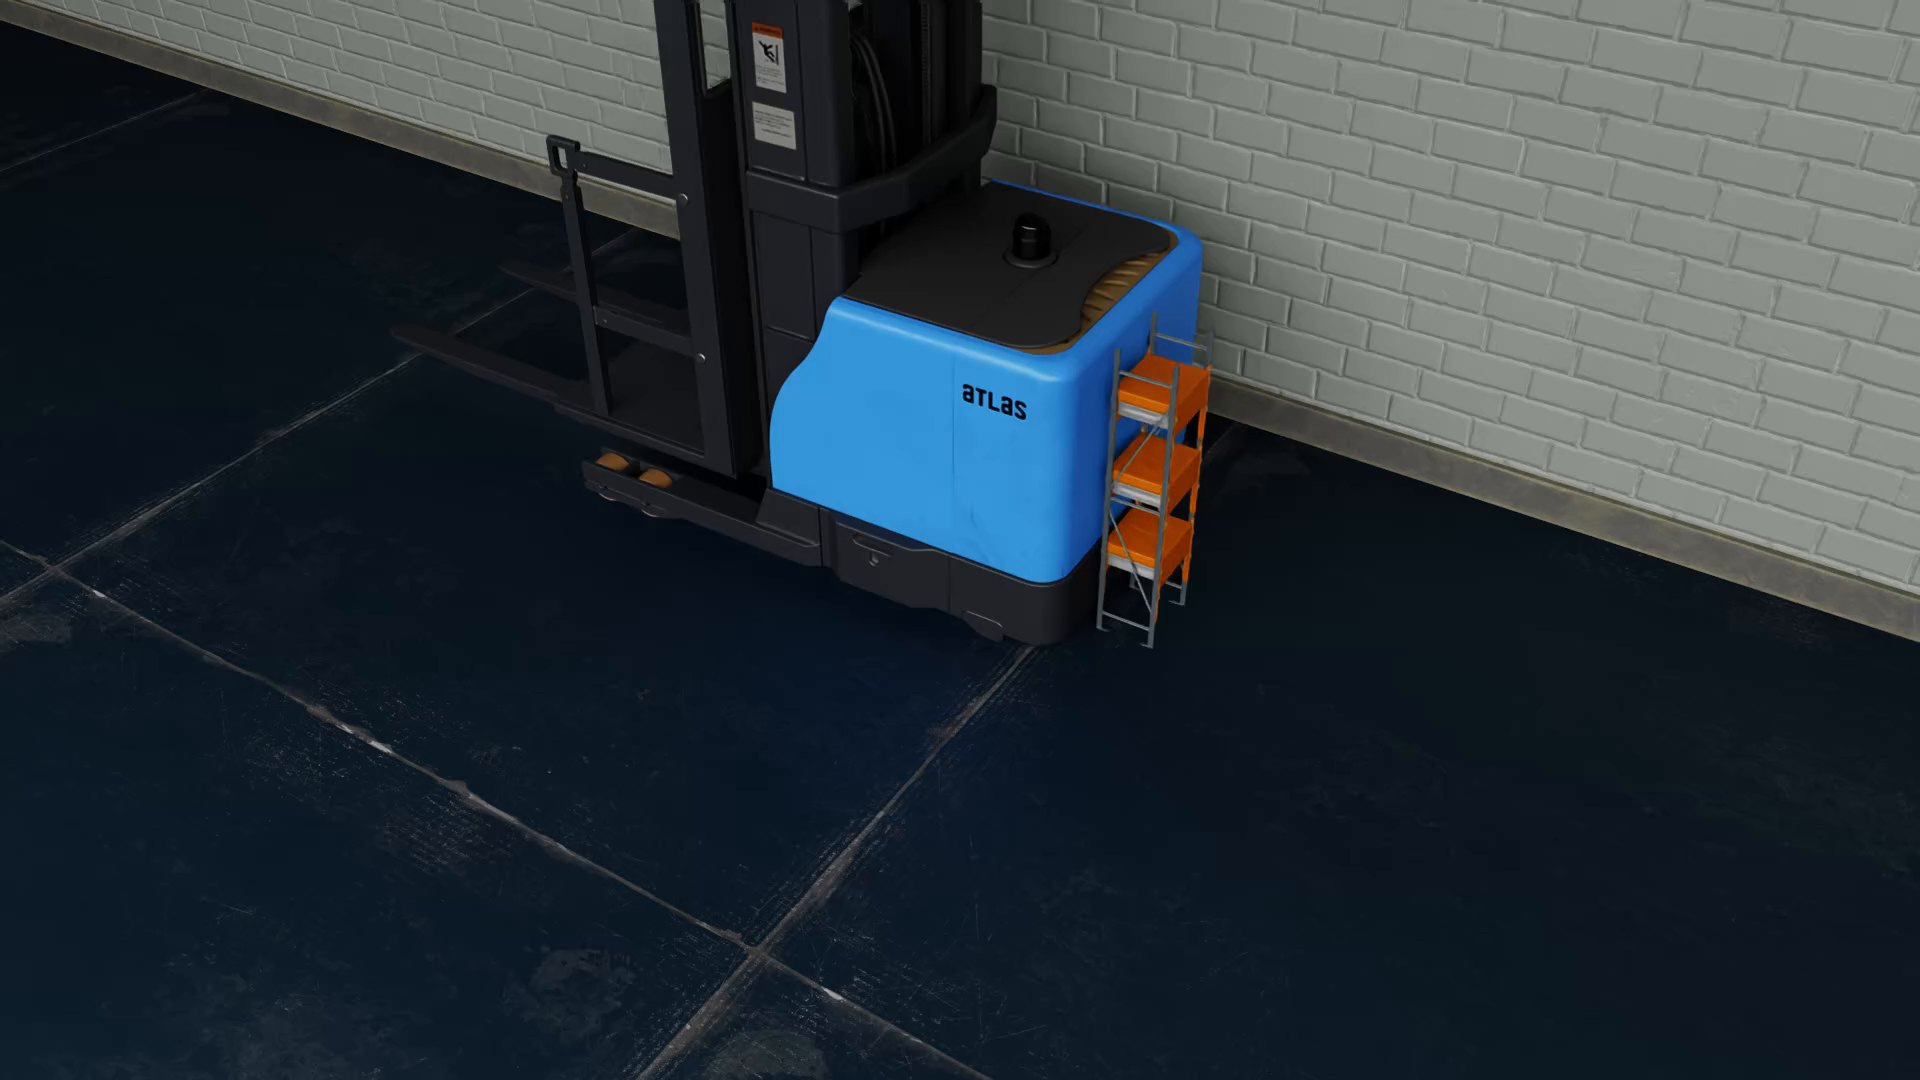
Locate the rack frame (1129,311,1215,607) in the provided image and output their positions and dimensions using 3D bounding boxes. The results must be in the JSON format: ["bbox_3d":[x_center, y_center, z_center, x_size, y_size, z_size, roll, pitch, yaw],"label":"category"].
[{"bbox_3d":[0.653,-0.229,5.187,0.200,1.050,0.008,20,42,24],"label":"rack frame"}]

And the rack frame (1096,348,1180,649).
[{"bbox_3d":[0.529,-0.101,5.021,0.200,1.050,0.008,20,42,24],"label":"rack frame"}]

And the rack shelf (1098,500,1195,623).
[{"bbox_3d":[0.591,0.064,5.280,0.215,0.259,0.240,20,42,24],"label":"rack shelf"}]

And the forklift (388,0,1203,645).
[{"bbox_3d":[-0.744,-1.497,5.291,3.031,2.935,1.130,20,42,24],"label":"forklift"}]

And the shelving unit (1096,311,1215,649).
[{"bbox_3d":[0.591,-0.165,5.104,0.215,1.050,0.252,20,42,24],"label":"shelving unit"}]

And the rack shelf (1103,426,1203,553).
[{"bbox_3d":[0.591,-0.156,5.110,0.215,0.259,0.240,20,42,24],"label":"rack shelf"}]

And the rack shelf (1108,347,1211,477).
[{"bbox_3d":[0.591,-0.381,4.937,0.215,0.259,0.240,20,42,24],"label":"rack shelf"}]
